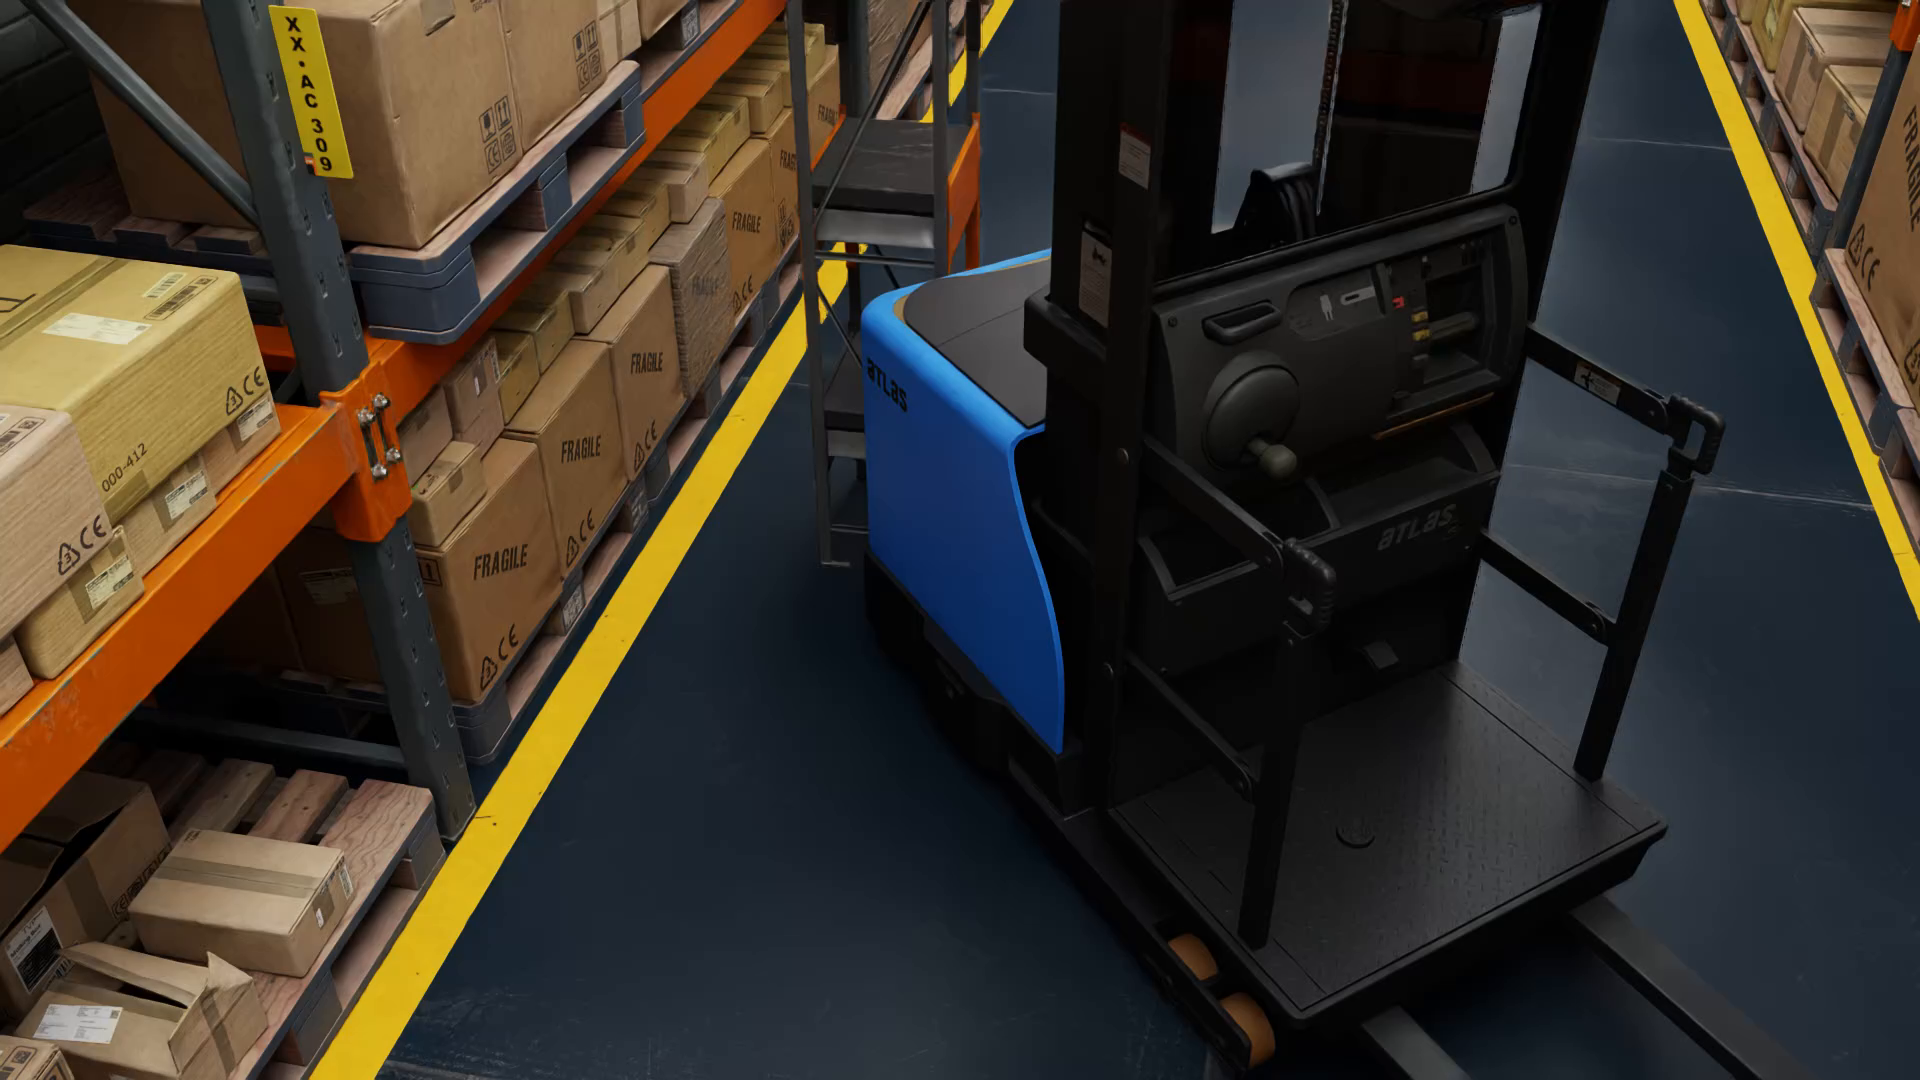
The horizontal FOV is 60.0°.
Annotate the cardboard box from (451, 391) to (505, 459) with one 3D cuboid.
[{"bbox_3d":[-1.425,-0.306,4.336,0.380,0.149,0.250,6,36,9],"label":"cardboard box"}]

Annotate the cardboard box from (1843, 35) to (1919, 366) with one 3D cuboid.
[{"bbox_3d":[3.731,-1.142,5.723,0.875,0.875,0.875,7,37,10],"label":"cardboard box"}]

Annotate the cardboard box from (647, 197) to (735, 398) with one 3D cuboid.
[{"bbox_3d":[-1.090,-0.841,5.626,0.500,0.500,0.500,6,36,8],"label":"cardboard box"}]

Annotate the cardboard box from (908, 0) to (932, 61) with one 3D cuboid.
[{"bbox_3d":[-0.612,-2.778,8.193,0.875,0.625,0.625,8,37,11],"label":"cardboard box"}]

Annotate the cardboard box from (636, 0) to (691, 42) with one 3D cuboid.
[{"bbox_3d":[-1.145,-1.752,4.668,0.700,0.500,0.500,7,37,10],"label":"cardboard box"}]

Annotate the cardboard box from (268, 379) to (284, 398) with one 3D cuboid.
[{"bbox_3d":[-1.897,-0.364,4.416,0.380,0.149,0.250,7,37,10],"label":"cardboard box"}]

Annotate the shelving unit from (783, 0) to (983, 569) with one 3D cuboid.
[{"bbox_3d":[-0.188,-0.895,4.696,0.431,2.100,0.503,6,36,8],"label":"shelving unit"}]

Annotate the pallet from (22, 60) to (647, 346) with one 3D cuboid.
[{"bbox_3d":[-1.467,-0.912,4.116,1.003,0.211,1.213,7,37,10],"label":"pallet"}]

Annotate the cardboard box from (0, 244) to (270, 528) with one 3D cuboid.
[{"bbox_3d":[-1.615,-0.282,2.958,0.500,0.250,0.500,8,37,11],"label":"cardboard box"}]

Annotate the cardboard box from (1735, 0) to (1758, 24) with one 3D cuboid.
[{"bbox_3d":[4.554,-2.904,8.582,0.950,0.372,0.625,10,37,13],"label":"cardboard box"}]

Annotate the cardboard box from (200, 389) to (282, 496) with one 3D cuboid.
[{"bbox_3d":[-1.566,-0.229,3.224,0.380,0.149,0.250,8,37,11],"label":"cardboard box"}]

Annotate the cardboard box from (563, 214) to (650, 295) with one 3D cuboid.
[{"bbox_3d":[-1.190,-0.894,5.147,0.380,0.149,0.250,9,37,12],"label":"cardboard box"}]

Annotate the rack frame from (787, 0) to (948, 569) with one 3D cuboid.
[{"bbox_3d":[-0.231,-0.755,4.502,0.400,2.100,0.015,6,36,8],"label":"rack frame"}]

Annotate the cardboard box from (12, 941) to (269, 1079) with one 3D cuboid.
[{"bbox_3d":[-1.653,0.953,3.351,0.396,0.266,0.258,9,37,12],"label":"cardboard box"}]

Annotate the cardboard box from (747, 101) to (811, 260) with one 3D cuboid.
[{"bbox_3d":[-0.888,-1.441,6.455,0.500,0.500,0.500,7,36,9],"label":"cardboard box"}]

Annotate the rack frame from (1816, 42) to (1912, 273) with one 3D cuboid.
[{"bbox_3d":[3.960,-2.218,5.755,1.000,3.000,0.127,7,37,10],"label":"rack frame"}]

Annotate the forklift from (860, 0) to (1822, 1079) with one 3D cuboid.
[{"bbox_3d":[0.903,-0.338,3.218,1.130,2.935,3.031,-19,40,-24],"label":"forklift"}]

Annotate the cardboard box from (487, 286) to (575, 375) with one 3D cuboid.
[{"bbox_3d":[-1.336,-0.614,4.760,0.380,0.149,0.250,7,36,9],"label":"cardboard box"}]

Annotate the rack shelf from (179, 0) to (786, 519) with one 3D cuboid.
[{"bbox_3d":[-1.317,-1.400,5.239,1.077,0.370,4.000,7,37,10],"label":"rack shelf"}]

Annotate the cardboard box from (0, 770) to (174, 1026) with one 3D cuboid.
[{"bbox_3d":[-2.117,0.723,3.630,0.500,0.311,0.500,9,37,12],"label":"cardboard box"}]

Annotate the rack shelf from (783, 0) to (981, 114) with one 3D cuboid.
[{"bbox_3d":[-0.188,-1.451,4.293,0.431,0.518,0.480,6,36,8],"label":"rack shelf"}]

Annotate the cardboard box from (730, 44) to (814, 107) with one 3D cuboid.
[{"bbox_3d":[-0.776,-1.784,6.374,0.380,0.149,0.250,6,36,8],"label":"cardboard box"}]

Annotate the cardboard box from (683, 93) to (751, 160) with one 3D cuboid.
[{"bbox_3d":[-0.976,-1.493,5.973,0.380,0.149,0.250,8,37,11],"label":"cardboard box"}]

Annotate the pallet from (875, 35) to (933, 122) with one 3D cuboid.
[{"bbox_3d":[-0.676,-2.176,8.073,1.003,0.211,1.213,7,37,10],"label":"pallet"}]

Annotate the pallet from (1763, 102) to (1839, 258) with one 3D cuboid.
[{"bbox_3d":[4.128,-1.537,7.191,1.003,0.211,1.213,7,37,10],"label":"pallet"}]

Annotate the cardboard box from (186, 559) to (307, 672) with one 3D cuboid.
[{"bbox_3d":[-1.929,-0.022,4.496,0.500,0.500,0.500,7,37,10],"label":"cardboard box"}]

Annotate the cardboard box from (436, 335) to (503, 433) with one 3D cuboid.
[{"bbox_3d":[-1.399,-0.413,4.230,0.380,0.149,0.250,6,36,8],"label":"cardboard box"}]

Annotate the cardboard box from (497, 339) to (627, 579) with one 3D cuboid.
[{"bbox_3d":[-1.317,-0.259,4.823,0.500,0.500,0.500,7,36,9],"label":"cardboard box"}]

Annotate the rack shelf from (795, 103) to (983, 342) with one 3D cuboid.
[{"bbox_3d":[-0.188,-0.884,4.704,0.431,0.518,0.480,6,36,8],"label":"rack shelf"}]

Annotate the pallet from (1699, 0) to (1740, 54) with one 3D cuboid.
[{"bbox_3d":[4.649,-2.936,9.121,1.003,0.211,1.213,7,37,10],"label":"pallet"}]

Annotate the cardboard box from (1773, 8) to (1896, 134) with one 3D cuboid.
[{"bbox_3d":[4.240,-2.071,7.433,0.950,0.372,0.625,7,36,9],"label":"cardboard box"}]

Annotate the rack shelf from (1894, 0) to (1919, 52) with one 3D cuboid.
[{"bbox_3d":[3.532,-0.780,4.384,1.077,0.370,4.000,7,37,10],"label":"rack shelf"}]

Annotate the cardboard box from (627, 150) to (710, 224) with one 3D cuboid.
[{"bbox_3d":[-1.059,-1.187,5.552,0.380,0.149,0.250,6,36,8],"label":"cardboard box"}]

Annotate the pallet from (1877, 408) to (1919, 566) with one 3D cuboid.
[{"bbox_3d":[3.455,0.051,5.000,1.003,0.211,1.213,7,37,10],"label":"pallet"}]

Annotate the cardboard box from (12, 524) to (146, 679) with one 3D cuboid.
[{"bbox_3d":[-1.632,0.075,2.804,0.380,0.149,0.250,8,37,11],"label":"cardboard box"}]

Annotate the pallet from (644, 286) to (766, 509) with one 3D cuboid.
[{"bbox_3d":[-1.349,-0.589,5.882,1.003,0.211,1.213,7,37,10],"label":"pallet"}]

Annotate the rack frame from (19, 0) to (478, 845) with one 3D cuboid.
[{"bbox_3d":[-1.745,-0.545,3.446,1.000,3.000,0.127,7,37,10],"label":"rack frame"}]

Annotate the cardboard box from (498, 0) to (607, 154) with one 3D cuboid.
[{"bbox_3d":[-1.312,-1.302,4.047,0.700,0.500,0.500,8,37,10],"label":"cardboard box"}]
